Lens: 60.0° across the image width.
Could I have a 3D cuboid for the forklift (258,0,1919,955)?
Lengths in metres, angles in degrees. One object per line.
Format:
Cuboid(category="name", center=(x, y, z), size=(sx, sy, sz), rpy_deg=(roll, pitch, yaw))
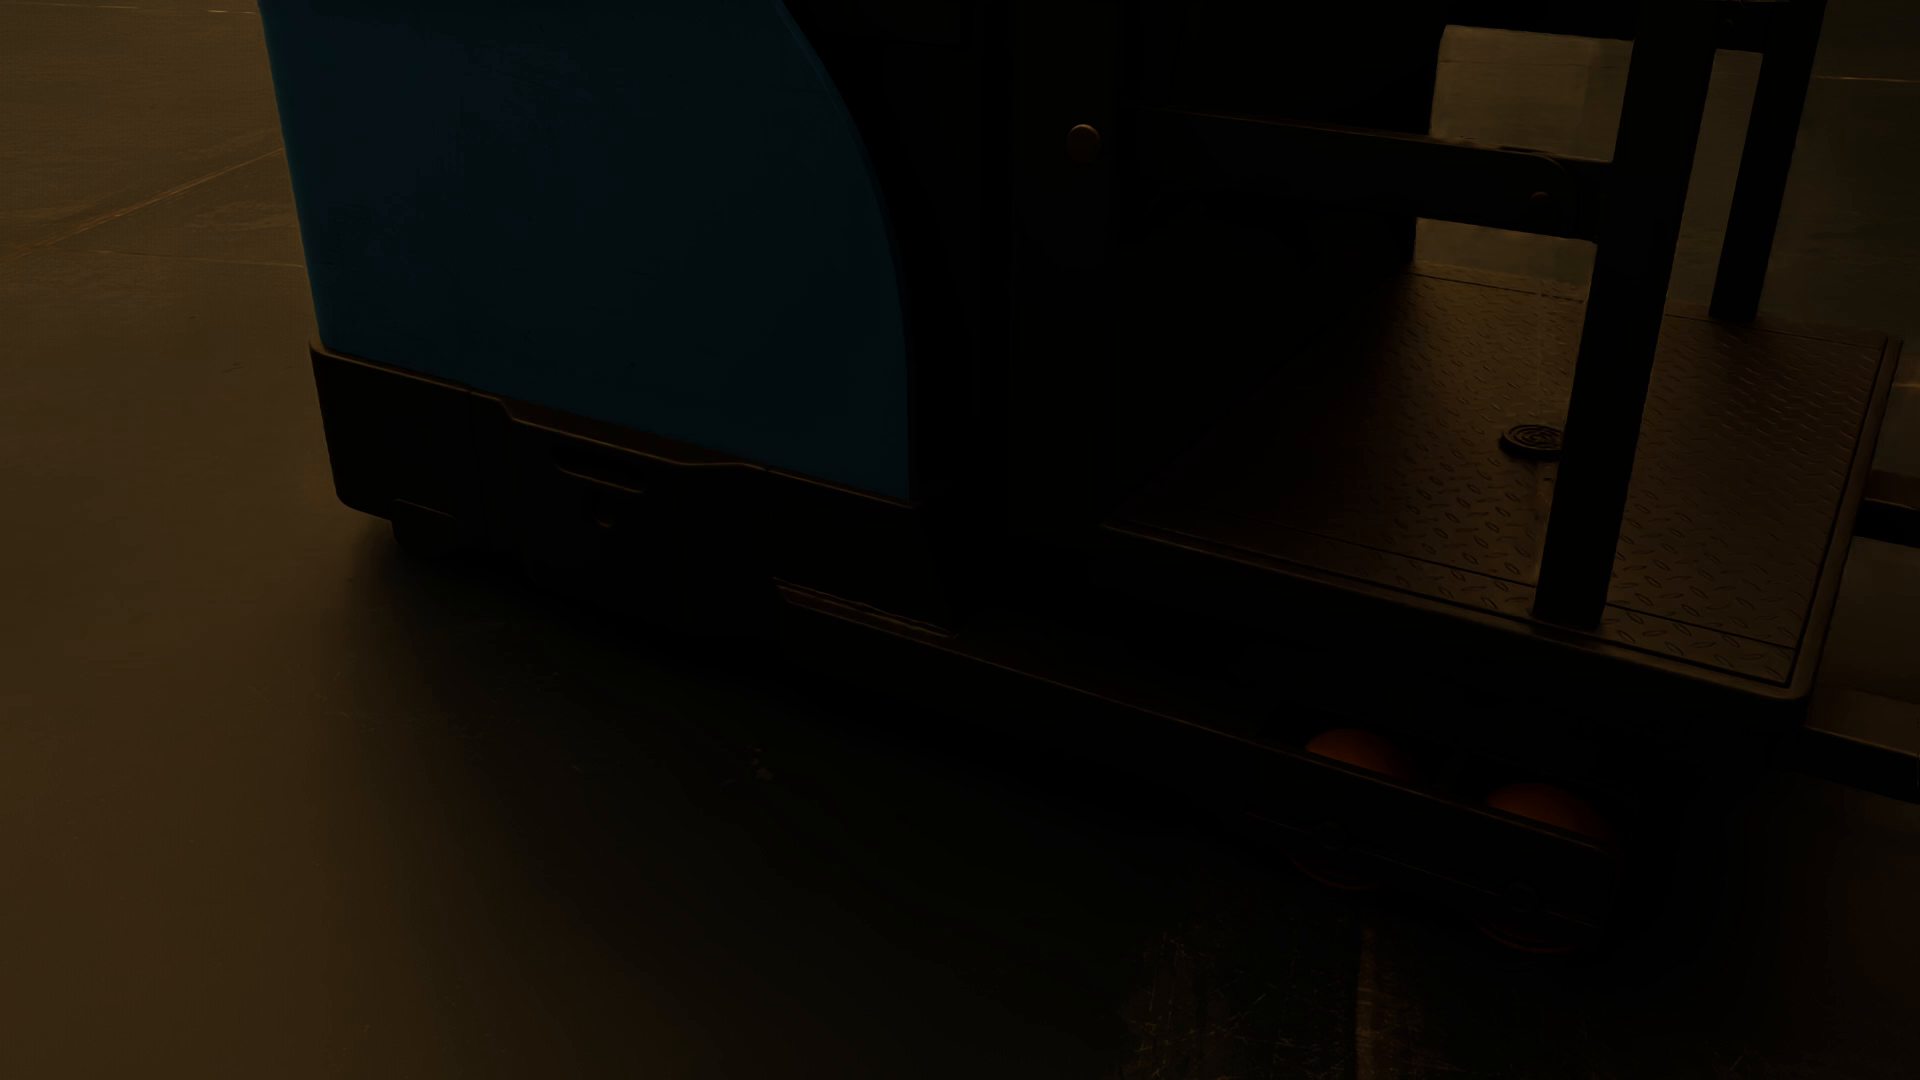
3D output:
Cuboid(category="forklift", center=(0.594, -1.167, 1.559), size=(3.031, 2.935, 1.130), rpy_deg=(15, 30, 27))
